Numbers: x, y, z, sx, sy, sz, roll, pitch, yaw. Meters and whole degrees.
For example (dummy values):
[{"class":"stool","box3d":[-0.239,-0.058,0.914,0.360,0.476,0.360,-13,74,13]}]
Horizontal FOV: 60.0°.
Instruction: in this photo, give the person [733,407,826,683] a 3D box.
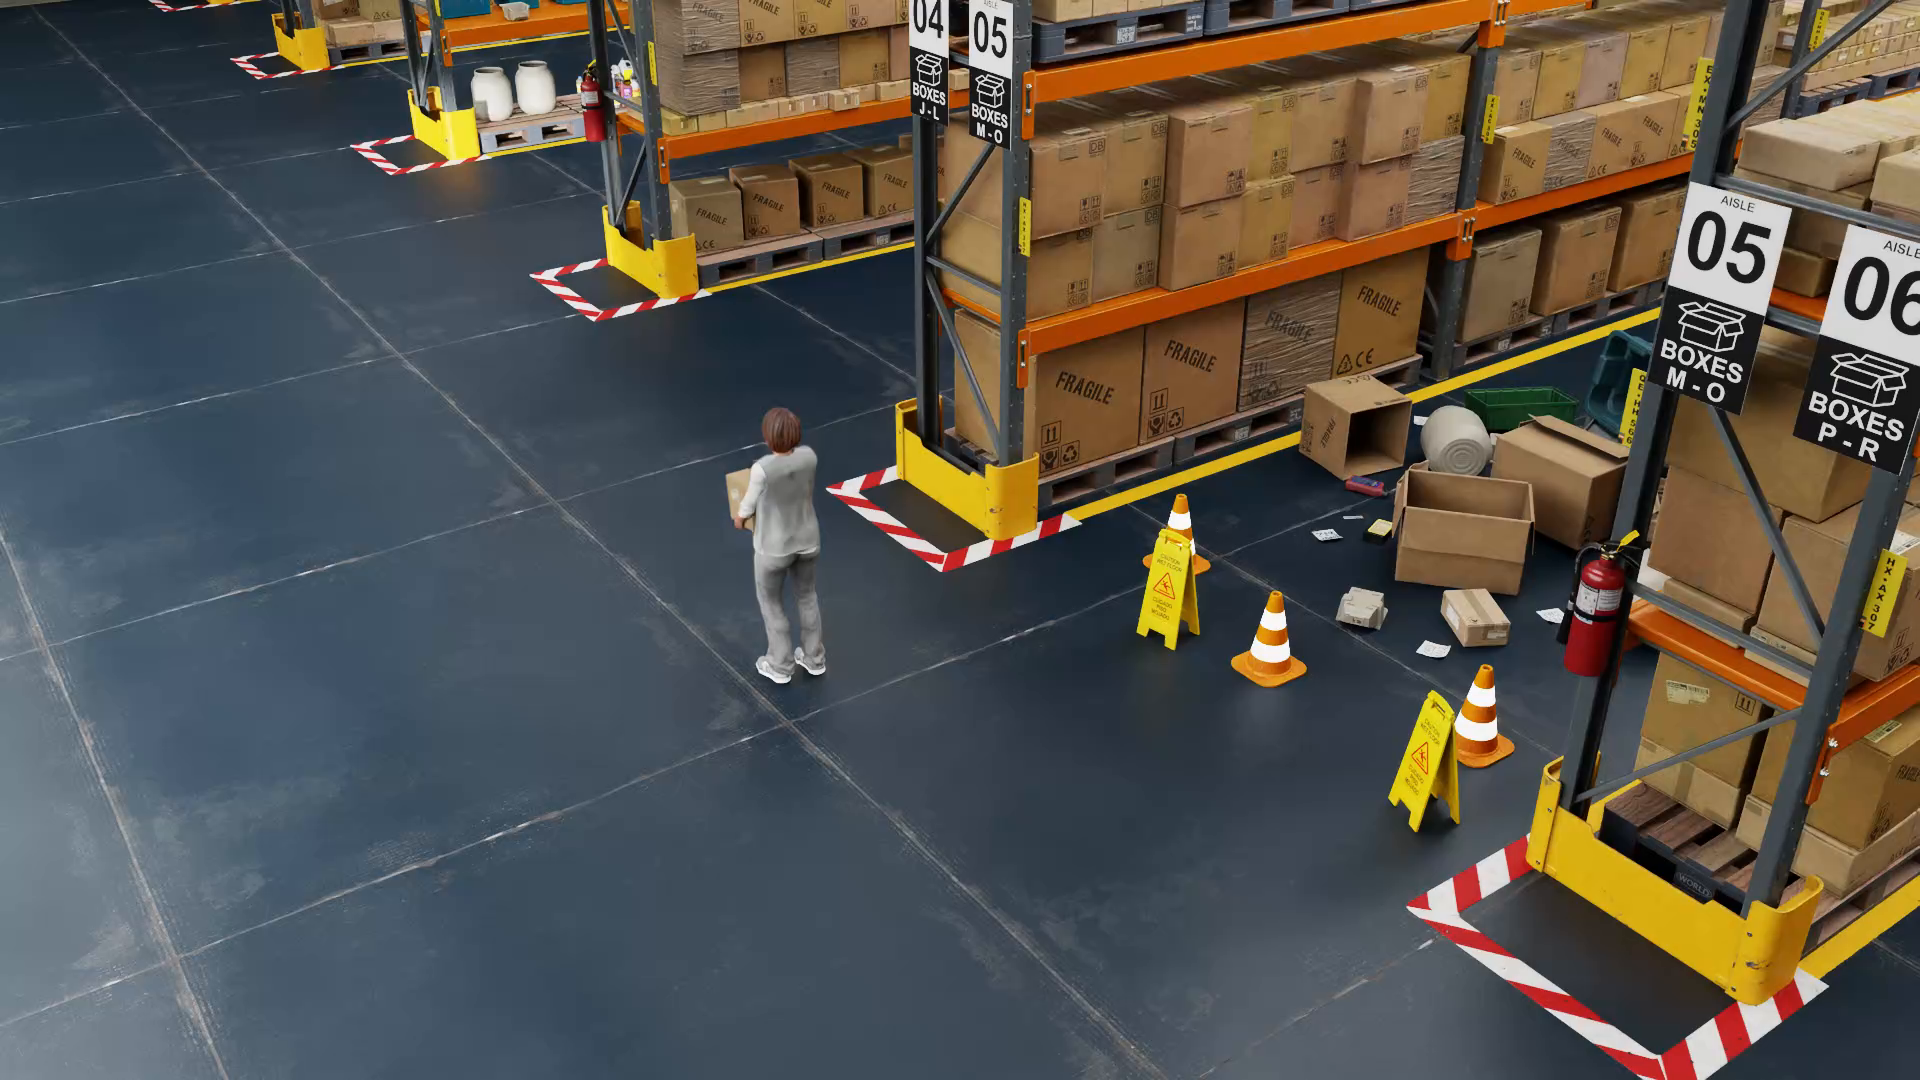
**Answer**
[{"class":"person","box3d":[-0.942,-0.003,8.646,0.405,1.595,0.489,-18,34,-30]}]
